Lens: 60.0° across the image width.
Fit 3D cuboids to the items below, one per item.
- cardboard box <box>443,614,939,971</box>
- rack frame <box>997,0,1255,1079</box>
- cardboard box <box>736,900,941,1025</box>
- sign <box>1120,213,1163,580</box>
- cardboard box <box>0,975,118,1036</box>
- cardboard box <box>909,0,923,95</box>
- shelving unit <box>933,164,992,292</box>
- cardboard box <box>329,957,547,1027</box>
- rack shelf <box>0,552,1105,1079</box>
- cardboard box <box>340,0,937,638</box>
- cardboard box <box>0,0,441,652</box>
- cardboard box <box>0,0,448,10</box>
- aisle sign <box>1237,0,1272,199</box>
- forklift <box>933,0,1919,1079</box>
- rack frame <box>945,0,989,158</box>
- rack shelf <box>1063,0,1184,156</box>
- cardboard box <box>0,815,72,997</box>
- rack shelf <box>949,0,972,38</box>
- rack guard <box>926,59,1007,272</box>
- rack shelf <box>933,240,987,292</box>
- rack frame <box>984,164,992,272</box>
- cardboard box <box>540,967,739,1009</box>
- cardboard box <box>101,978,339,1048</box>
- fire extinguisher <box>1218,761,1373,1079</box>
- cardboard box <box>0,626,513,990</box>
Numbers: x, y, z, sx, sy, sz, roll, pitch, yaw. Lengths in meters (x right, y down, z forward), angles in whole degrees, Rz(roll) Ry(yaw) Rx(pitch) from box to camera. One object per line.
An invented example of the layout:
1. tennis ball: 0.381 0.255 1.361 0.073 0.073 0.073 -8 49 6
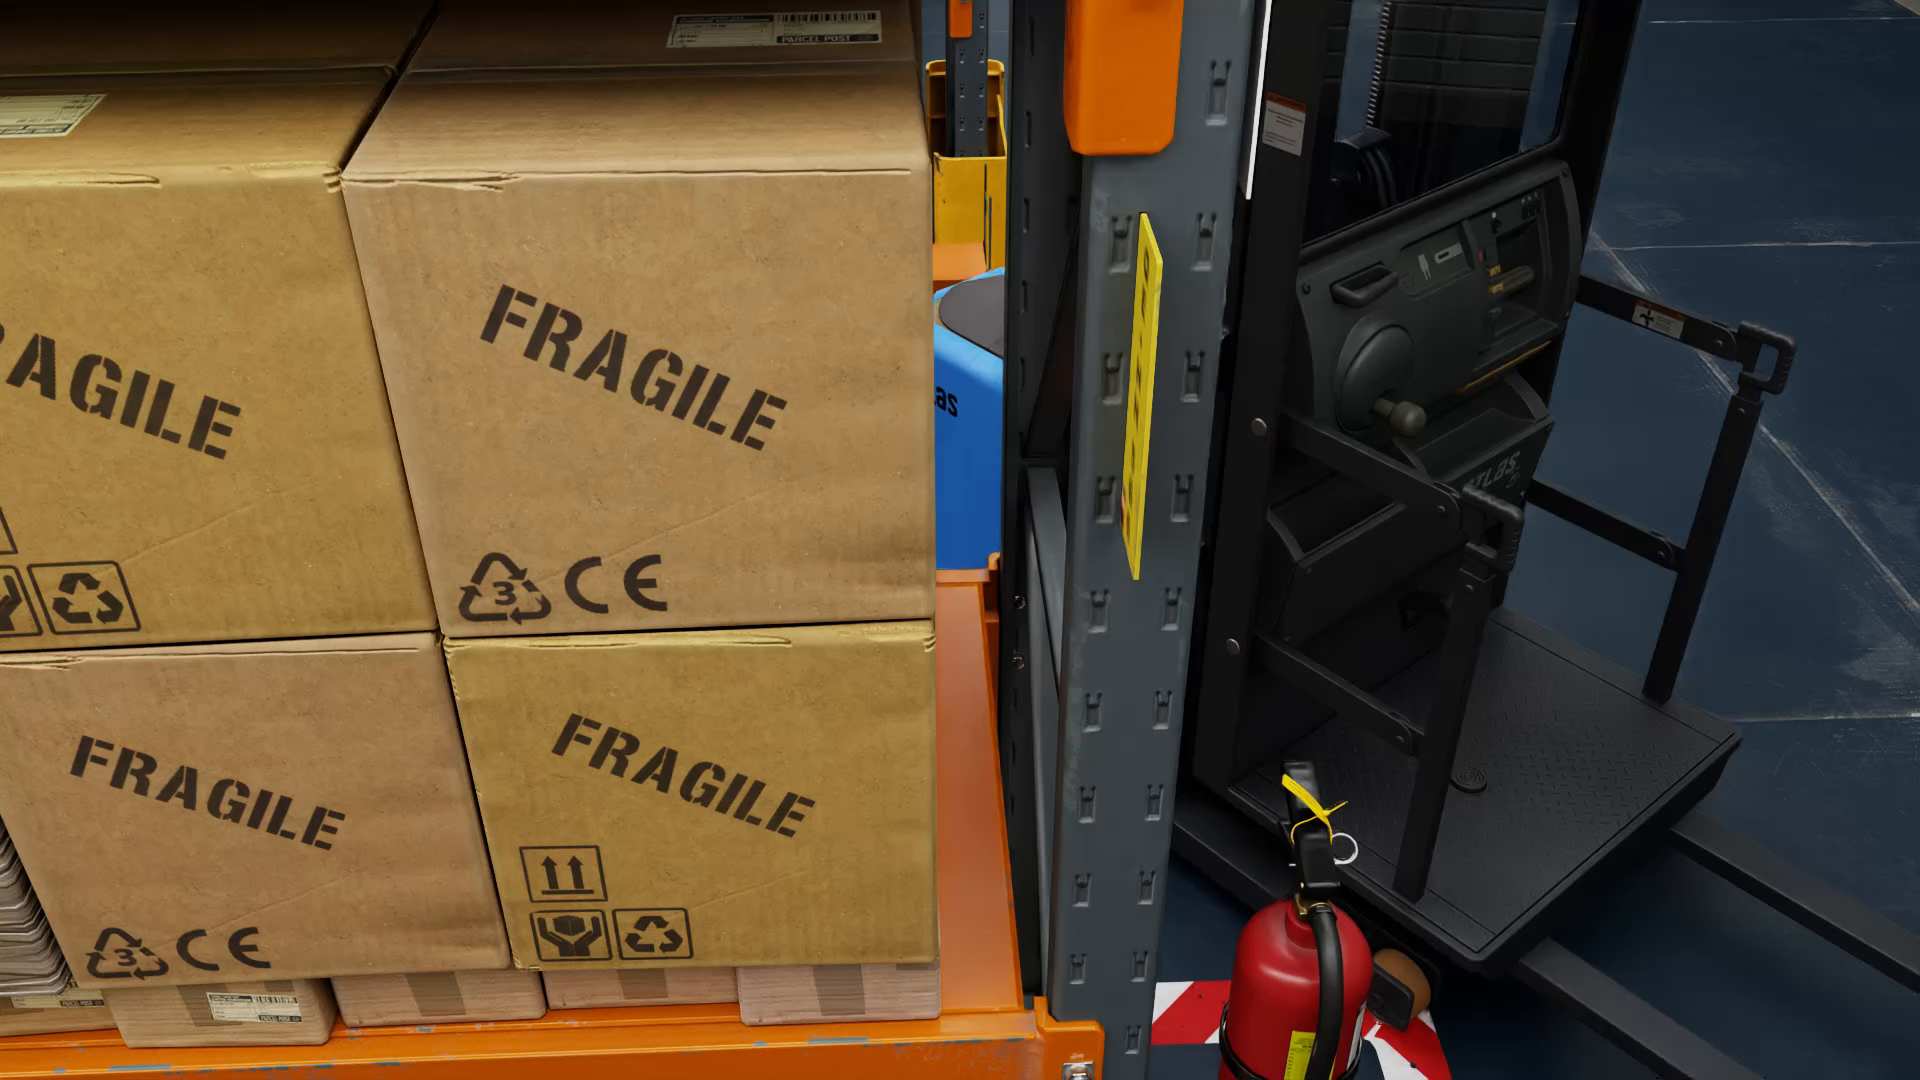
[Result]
1. cardboard box: -0.281 0.162 2.031 0.500 0.500 0.500 -1 35 -1
2. rack frame: 0.155 0.167 2.373 0.127 3.000 1.000 -2 35 -2
3. cardboard box: -0.157 0.440 2.199 0.250 0.149 0.380 -1 35 -2
4. sign: 0.162 -0.123 1.497 0.005 0.325 0.100 -2 35 -2
5. cardboard box: -1.175 0.451 2.183 0.250 0.149 0.380 -3 35 -4
6. cardboard box: -0.306 -0.546 2.176 0.500 0.500 0.500 -2 35 -3
7. shelving unit: -0.014 -0.493 4.908 0.189 1.200 0.258 -2 35 -2
8. cardboard box: -0.657 0.441 2.198 0.250 0.149 0.380 -2 35 -3
9. rack shelf: -1.842 0.517 2.499 4.000 0.370 1.077 -2 35 -2
10. cardboard box: -0.290 -0.254 1.753 0.500 0.500 0.500 -2 35 -3
11. cardboard box: -0.796 -0.240 1.733 0.500 0.500 0.500 -3 35 -4
12. cardboard box: -0.809 -0.529 2.151 0.500 0.500 0.500 -1 35 -1
13. aisle sign: 0.242 -0.733 1.389 0.004 0.787 0.394 -2 35 -2
14. forklift: 1.152 -0.456 3.334 1.130 2.935 3.031 -26 42 -32
15. rack frame: 0.021 -2.655 6.450 0.127 3.000 1.000 -2 35 -2
16. rack shelf: -1.842 -0.717 1.646 4.000 0.370 1.077 -2 35 -2
17. cardboard box: -1.302 0.192 1.987 0.500 0.500 0.500 -1 35 -2
18. rack shelf: -1.976 -2.305 6.577 4.000 0.370 1.077 -2 35 -2
19. rack guard: 0.045 -1.628 7.163 0.348 0.500 1.175 -2 35 -2
20. rack shelf: -0.014 -0.752 4.728 0.180 0.103 0.258 -2 35 -2
21. rack frame: 0.077 -0.495 4.912 0.006 1.200 0.240 -2 35 -2
22. cardboard box: -0.407 0.425 2.220 0.250 0.149 0.380 -2 35 -2
23. cardboard box: -0.911 0.461 2.169 0.250 0.149 0.380 -1 35 -1
24. fire extinguisher: 0.429 0.608 2.131 0.183 0.674 0.296 -2 35 -2
25. cardboard box: -0.796 0.173 2.015 0.500 0.500 0.500 -2 35 -3
